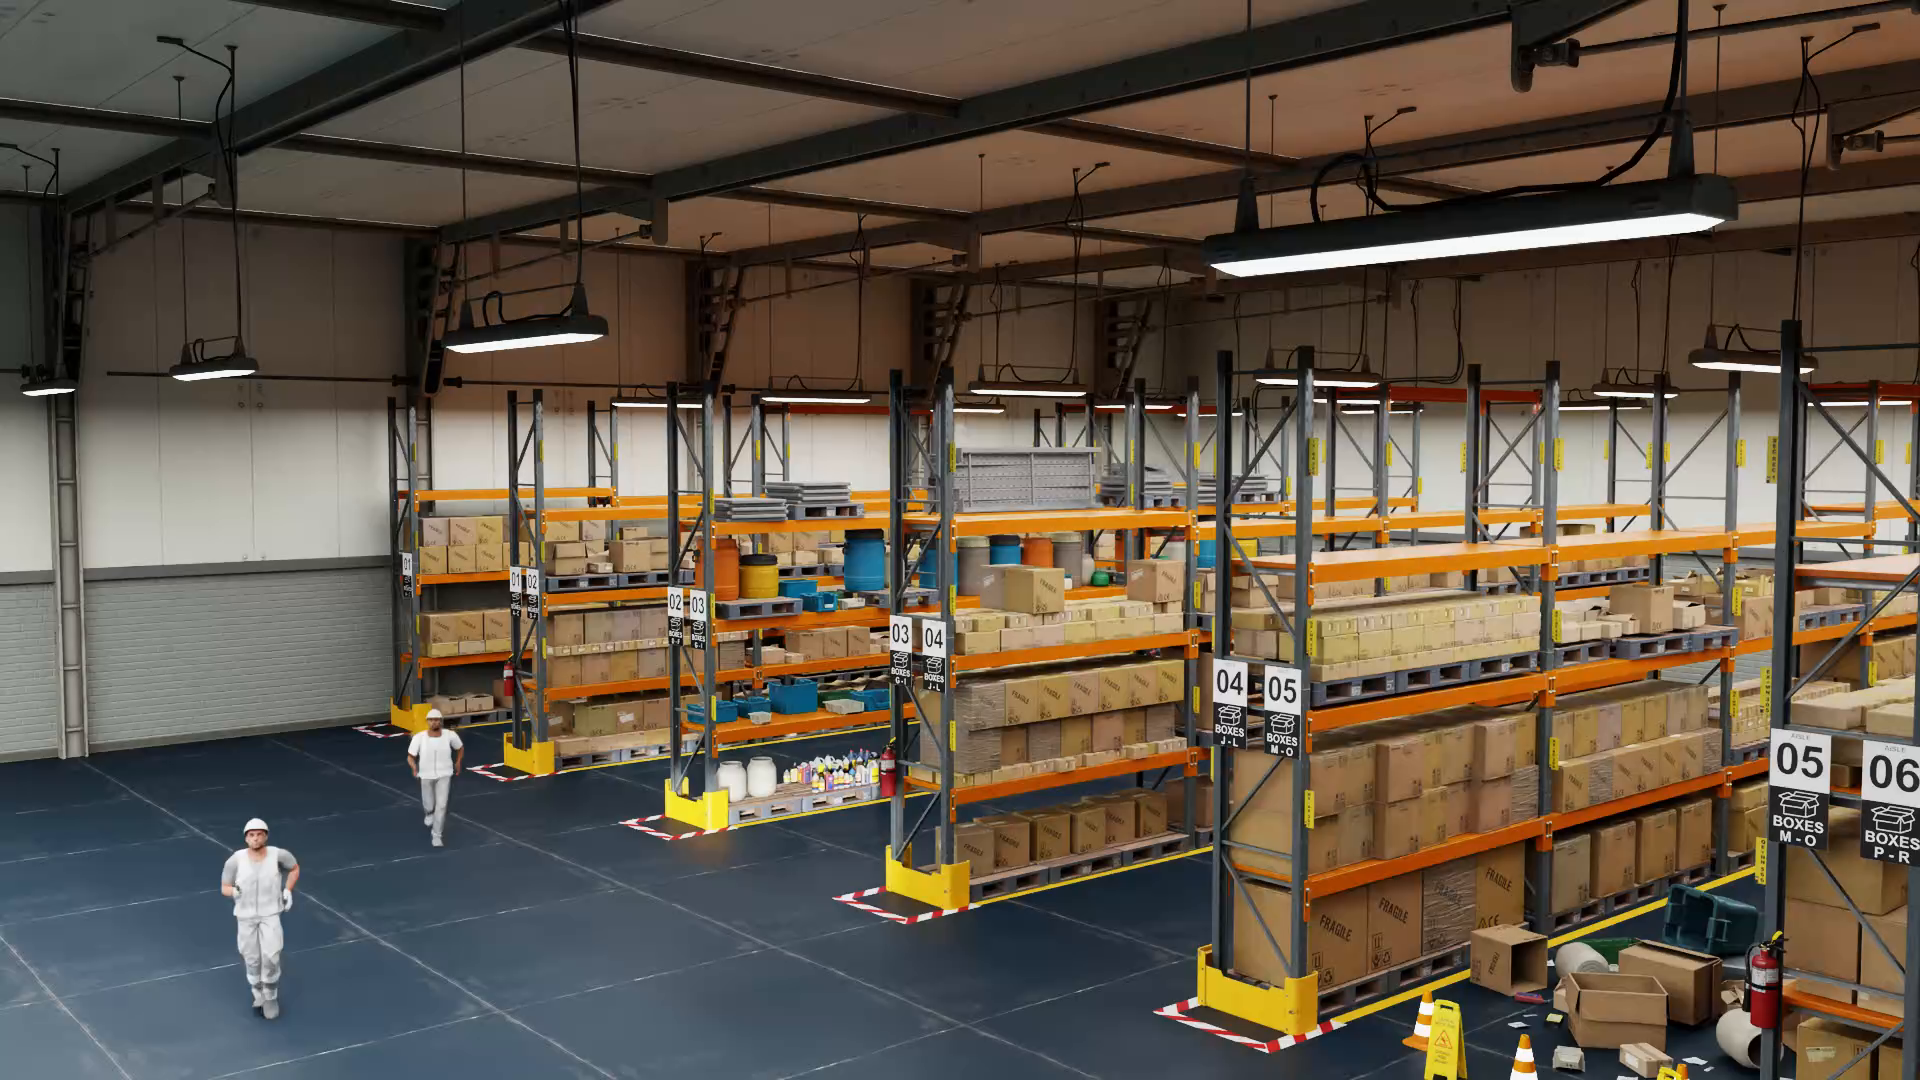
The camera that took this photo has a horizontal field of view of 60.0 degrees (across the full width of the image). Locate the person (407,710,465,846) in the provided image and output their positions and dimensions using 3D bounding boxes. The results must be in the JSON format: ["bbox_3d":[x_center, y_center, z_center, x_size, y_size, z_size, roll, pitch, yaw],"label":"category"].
[{"bbox_3d":[-6.766,3.056,21.501,0.714,1.718,0.724,-1,4,-18],"label":"person"}]

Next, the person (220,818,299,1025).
[{"bbox_3d":[-6.271,3.404,14.875,0.634,1.830,0.713,-1,3,-17],"label":"person"}]
